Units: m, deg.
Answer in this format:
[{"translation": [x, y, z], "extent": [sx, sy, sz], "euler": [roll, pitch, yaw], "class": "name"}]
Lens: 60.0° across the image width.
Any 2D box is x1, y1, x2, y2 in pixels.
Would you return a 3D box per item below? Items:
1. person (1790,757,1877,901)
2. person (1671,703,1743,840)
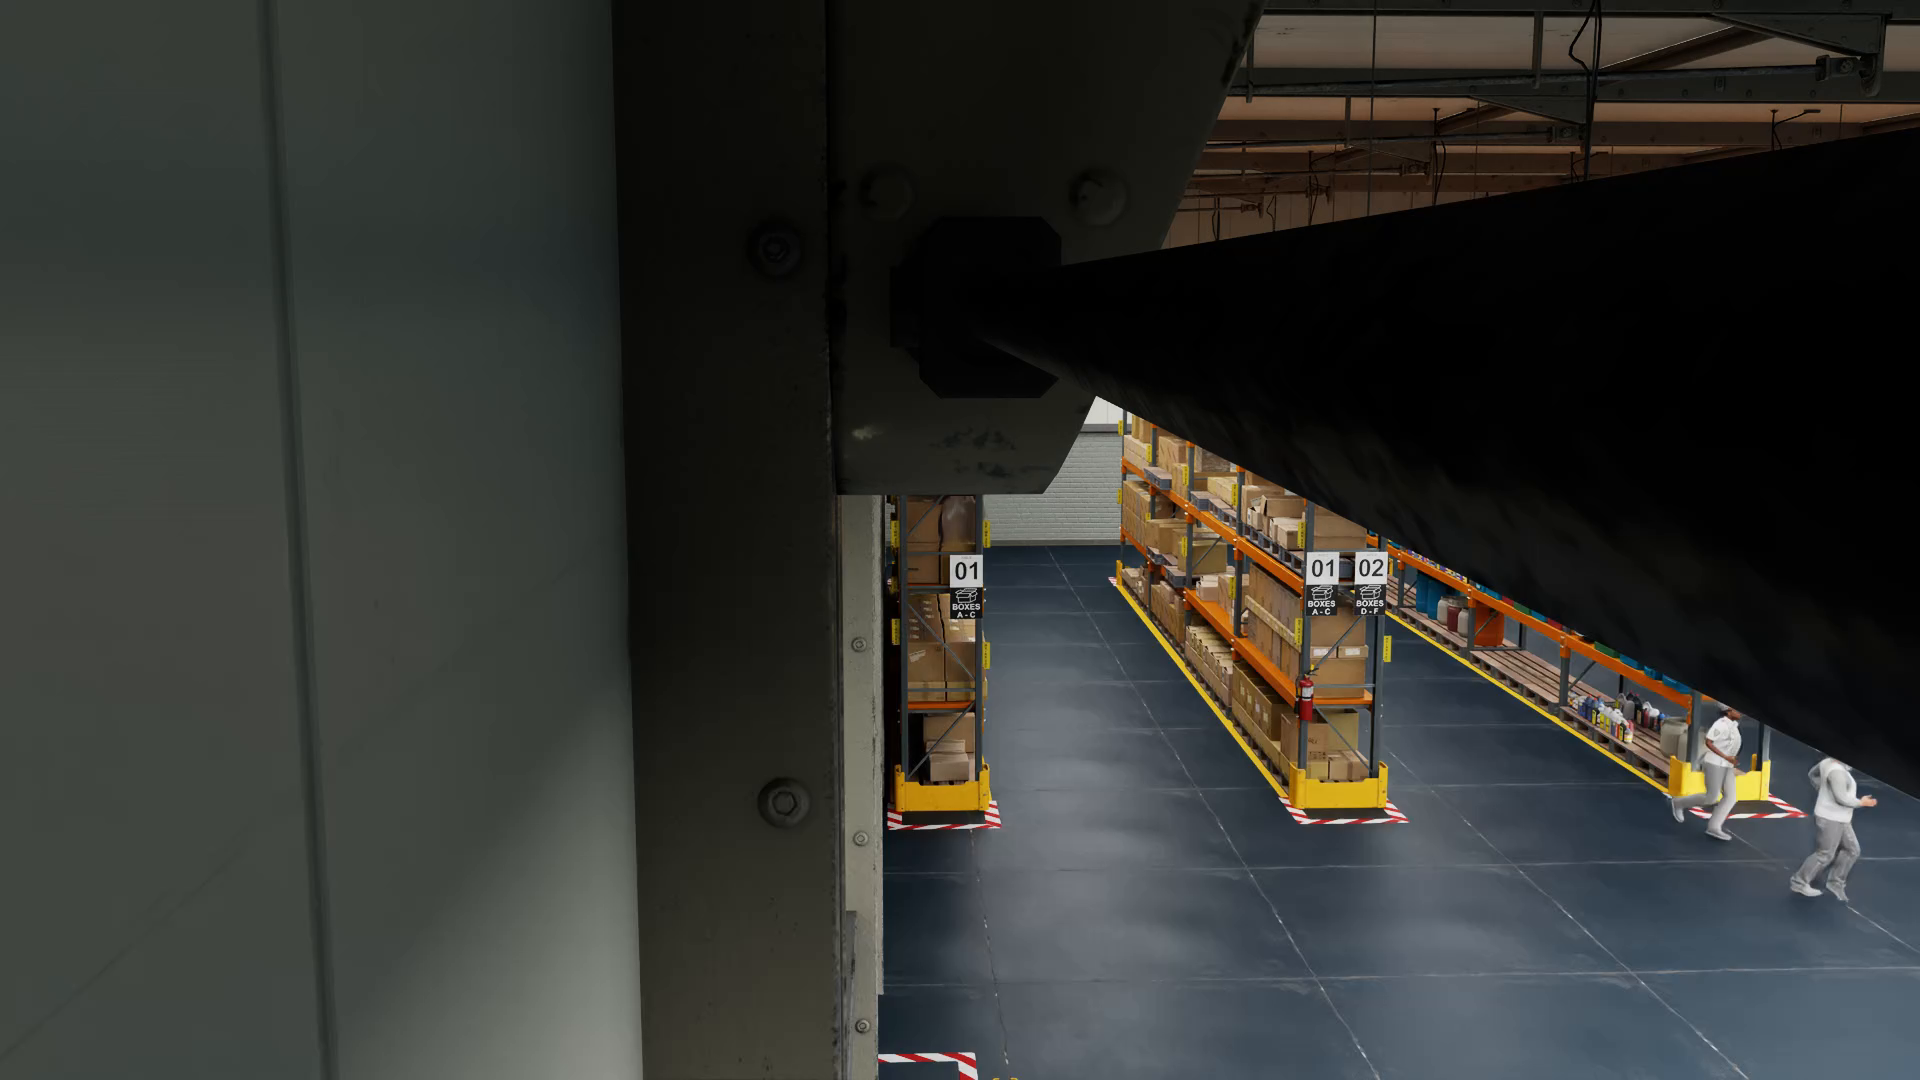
[{"translation": [9.128, 2.932, 17.362], "extent": [0.748, 1.850, 0.675], "euler": [4, 9, 24], "class": "person"}, {"translation": [8.942, 2.649, 19.717], "extent": [0.637, 1.625, 0.741], "euler": [-7, 11, -39], "class": "person"}]
